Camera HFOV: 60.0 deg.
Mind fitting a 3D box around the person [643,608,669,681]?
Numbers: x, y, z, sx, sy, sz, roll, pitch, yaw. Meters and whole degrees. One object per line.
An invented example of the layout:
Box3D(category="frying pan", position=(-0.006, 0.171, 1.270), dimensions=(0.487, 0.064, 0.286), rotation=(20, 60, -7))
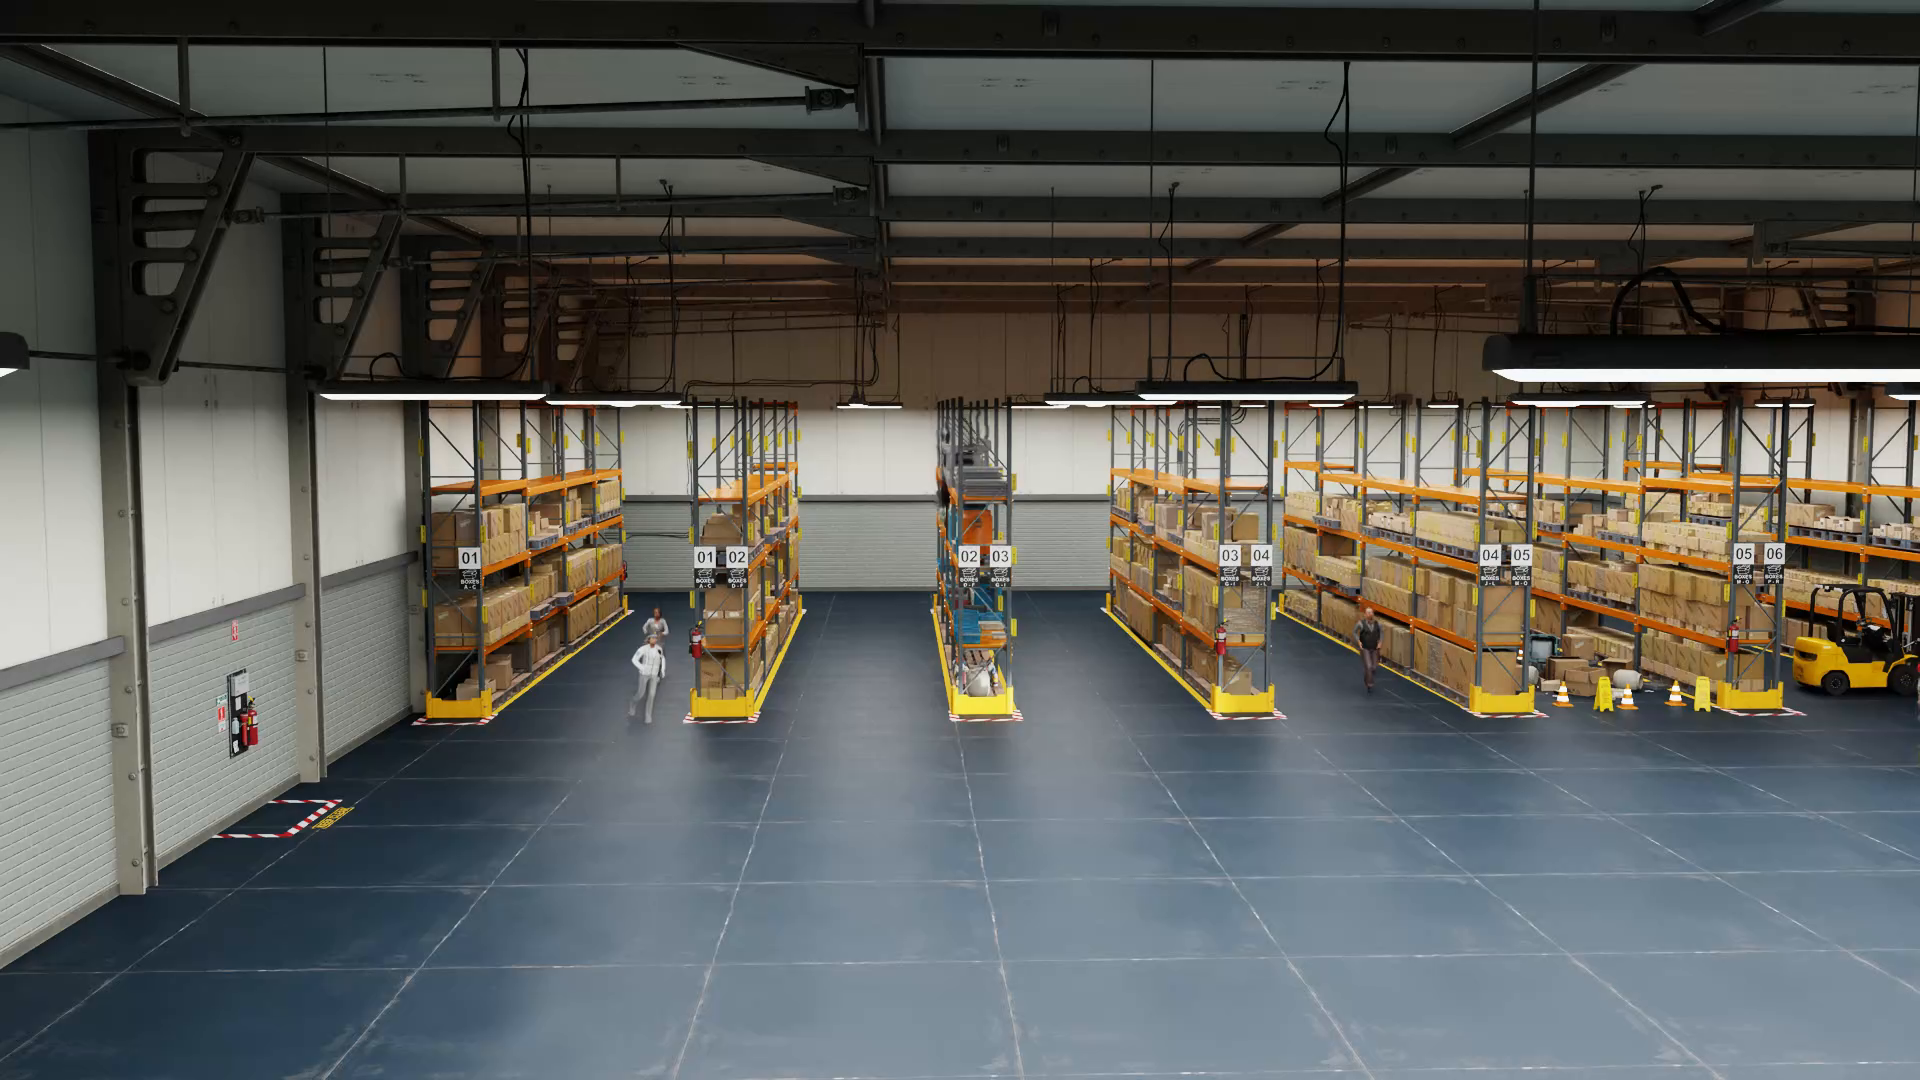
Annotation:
Box3D(category="person", position=(-6.398, 2.215, 35.037), dimensions=(0.519, 1.585, 0.625), rotation=(-1, 5, -15))

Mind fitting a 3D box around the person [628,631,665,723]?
Box3D(category="person", position=(-5.739, 2.505, 30.832), dimensions=(0.674, 1.654, 0.901), rotation=(-2, 5, -29))

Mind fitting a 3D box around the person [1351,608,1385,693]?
Box3D(category="person", position=(8.374, 2.243, 34.093), dimensions=(0.673, 1.702, 0.789), rotation=(0, 4, -5))
